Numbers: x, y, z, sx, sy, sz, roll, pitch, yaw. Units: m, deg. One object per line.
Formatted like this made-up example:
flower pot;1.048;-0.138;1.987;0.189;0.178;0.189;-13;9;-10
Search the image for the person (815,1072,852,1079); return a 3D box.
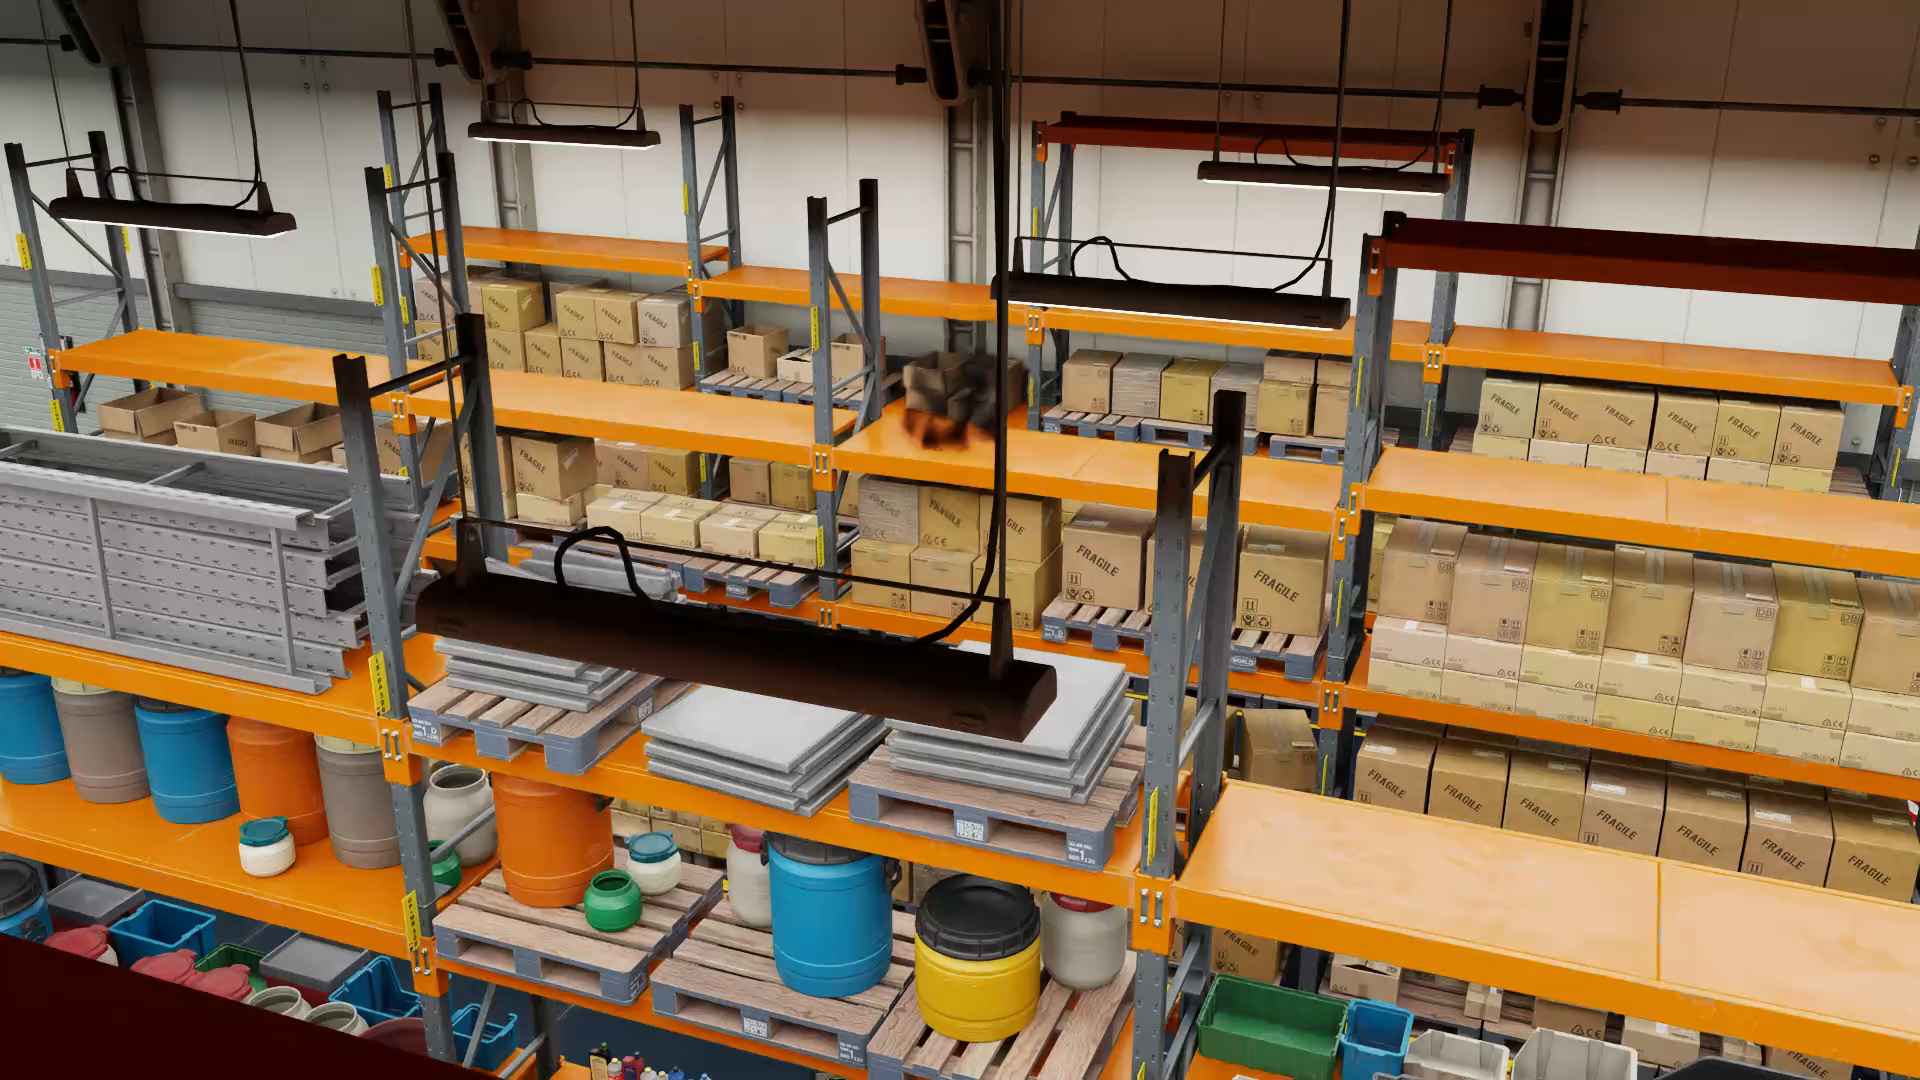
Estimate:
person;-0.970;3.112;11.772;0.587;1.742;0.653;4;21;9
